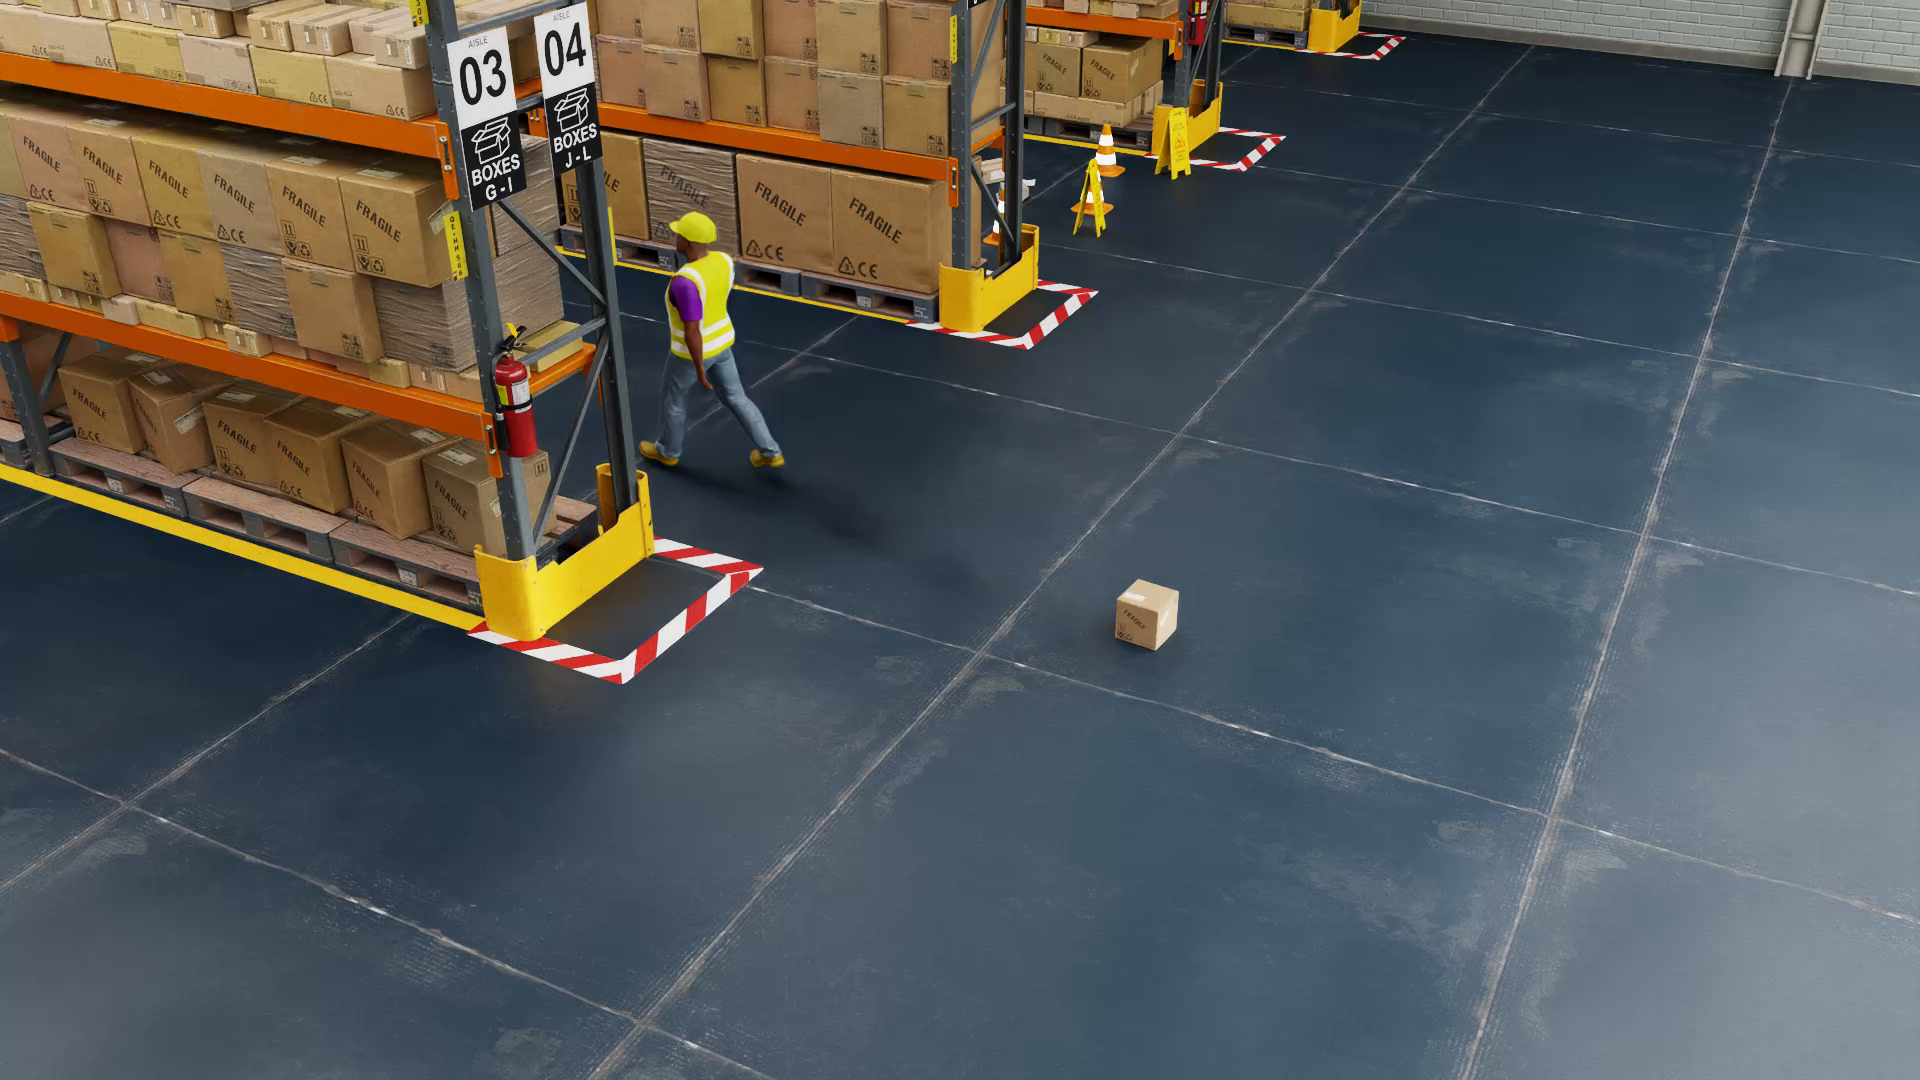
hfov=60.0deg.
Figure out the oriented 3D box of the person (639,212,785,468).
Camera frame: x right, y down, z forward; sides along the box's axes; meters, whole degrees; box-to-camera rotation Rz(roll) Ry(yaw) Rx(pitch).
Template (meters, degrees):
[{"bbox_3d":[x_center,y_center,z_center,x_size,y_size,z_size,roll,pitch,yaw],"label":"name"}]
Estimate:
[{"bbox_3d":[-1.614,-1.223,10.396,1.039,1.727,0.552,19,35,29],"label":"person"}]
